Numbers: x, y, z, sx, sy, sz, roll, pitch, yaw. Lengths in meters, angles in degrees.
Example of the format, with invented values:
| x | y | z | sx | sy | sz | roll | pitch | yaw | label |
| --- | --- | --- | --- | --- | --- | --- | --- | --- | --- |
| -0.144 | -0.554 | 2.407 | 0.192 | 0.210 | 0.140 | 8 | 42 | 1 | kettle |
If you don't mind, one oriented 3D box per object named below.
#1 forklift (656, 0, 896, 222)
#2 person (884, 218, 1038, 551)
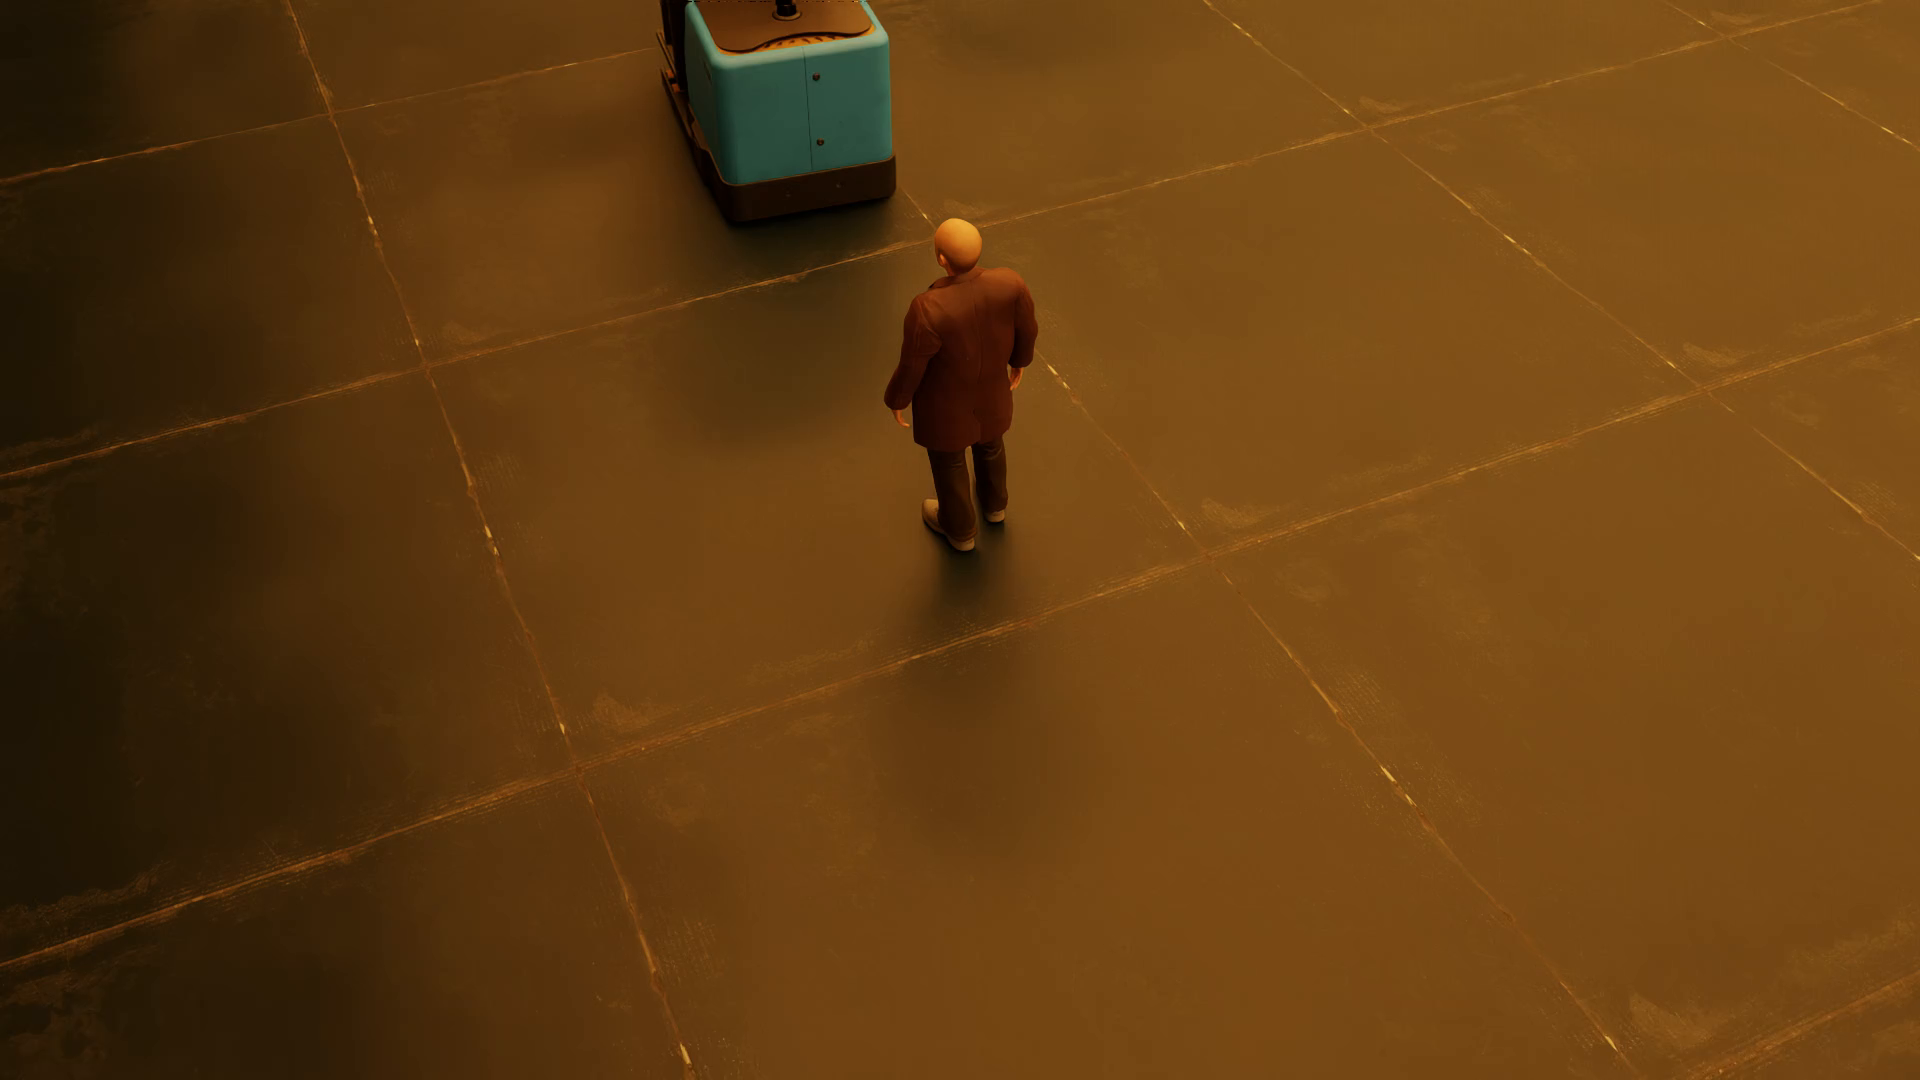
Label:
| x | y | z | sx | sy | sz | roll | pitch | yaw | label |
| --- | --- | --- | --- | --- | --- | --- | --- | --- | --- |
| -1.328 | -3.953 | 9.916 | 1.130 | 2.935 | 3.031 | -13 | 45 | -13 | forklift |
| -0.034 | -0.713 | 7.279 | 0.696 | 1.775 | 0.582 | -18 | 46 | -18 | person |
